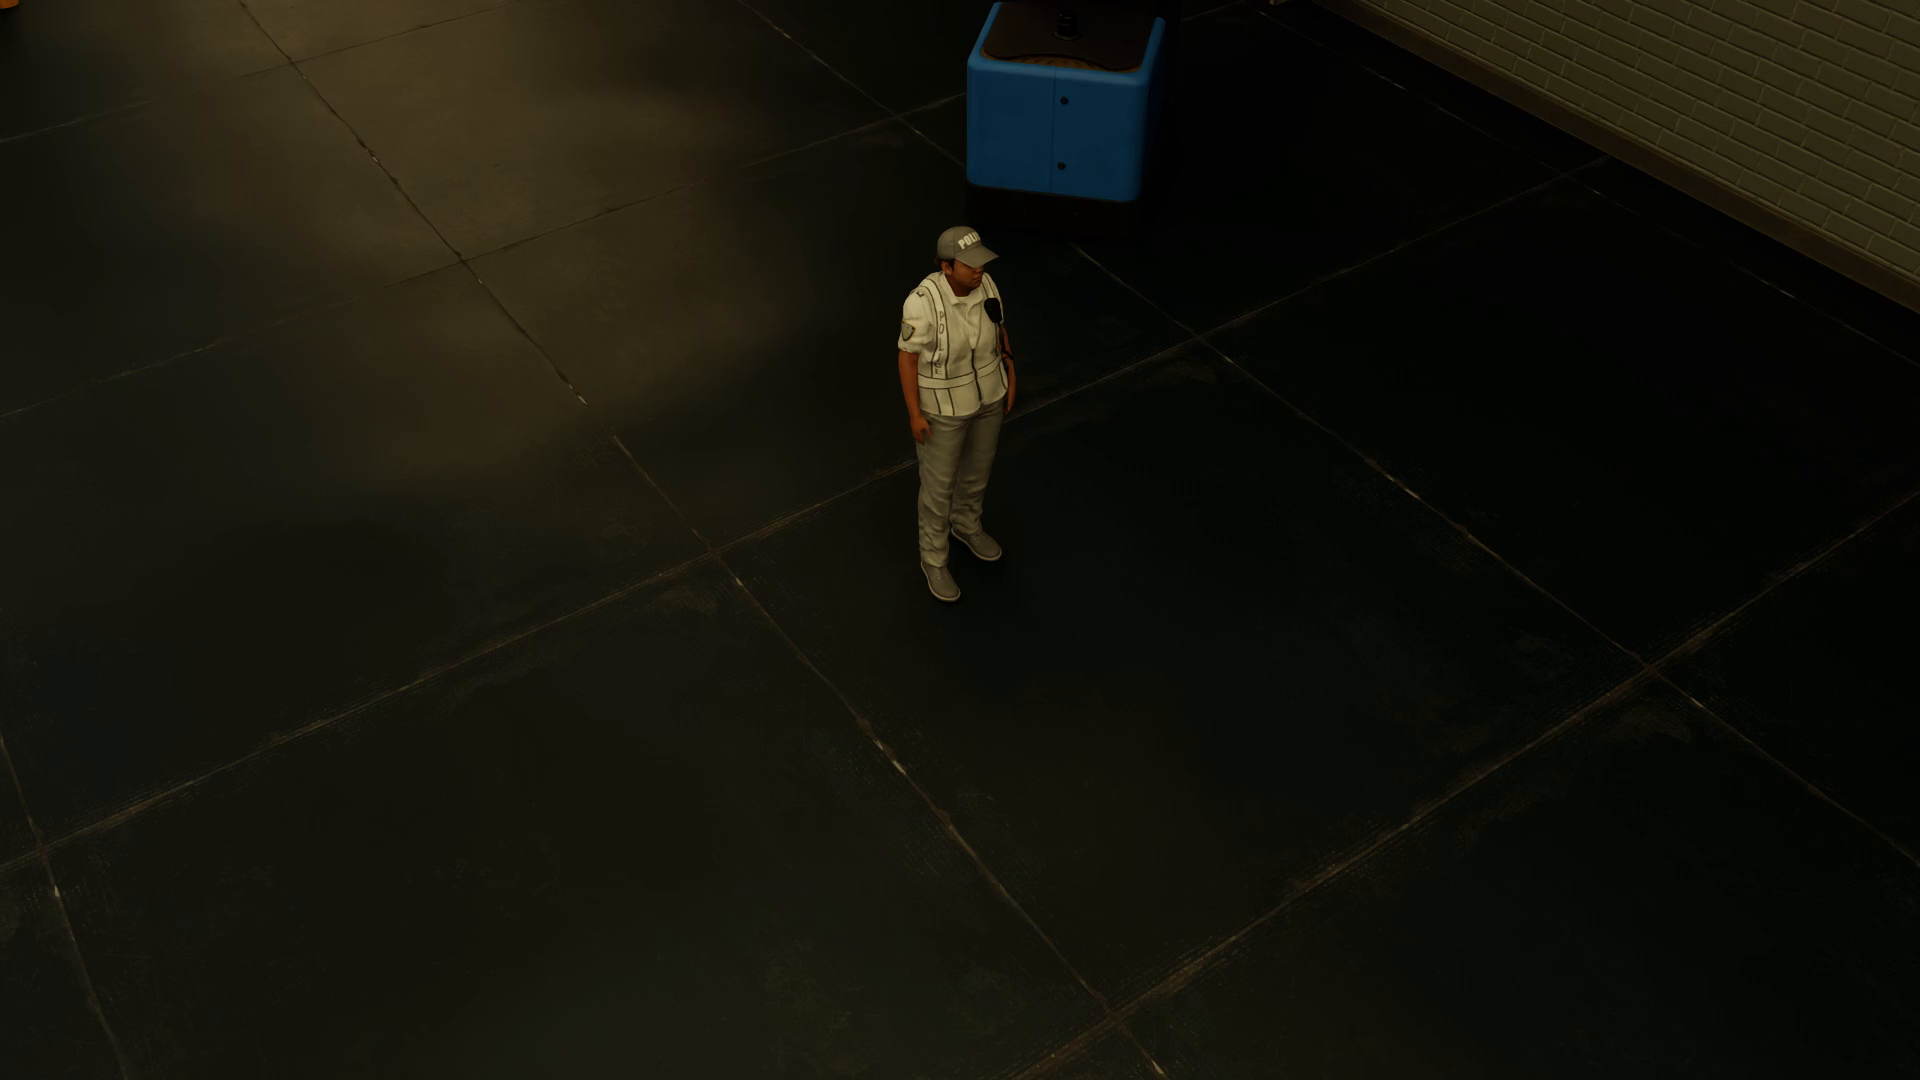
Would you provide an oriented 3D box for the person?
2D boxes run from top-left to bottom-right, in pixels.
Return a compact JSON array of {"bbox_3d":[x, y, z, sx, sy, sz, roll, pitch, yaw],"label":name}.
[{"bbox_3d":[0.025,-0.567,7.253,0.599,1.670,0.529,-25,48,-25],"label":"person"}]

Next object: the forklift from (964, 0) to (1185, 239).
[{"bbox_3d":[0.841,-3.840,9.882,1.130,2.935,3.031,8,43,9],"label":"forklift"}]
